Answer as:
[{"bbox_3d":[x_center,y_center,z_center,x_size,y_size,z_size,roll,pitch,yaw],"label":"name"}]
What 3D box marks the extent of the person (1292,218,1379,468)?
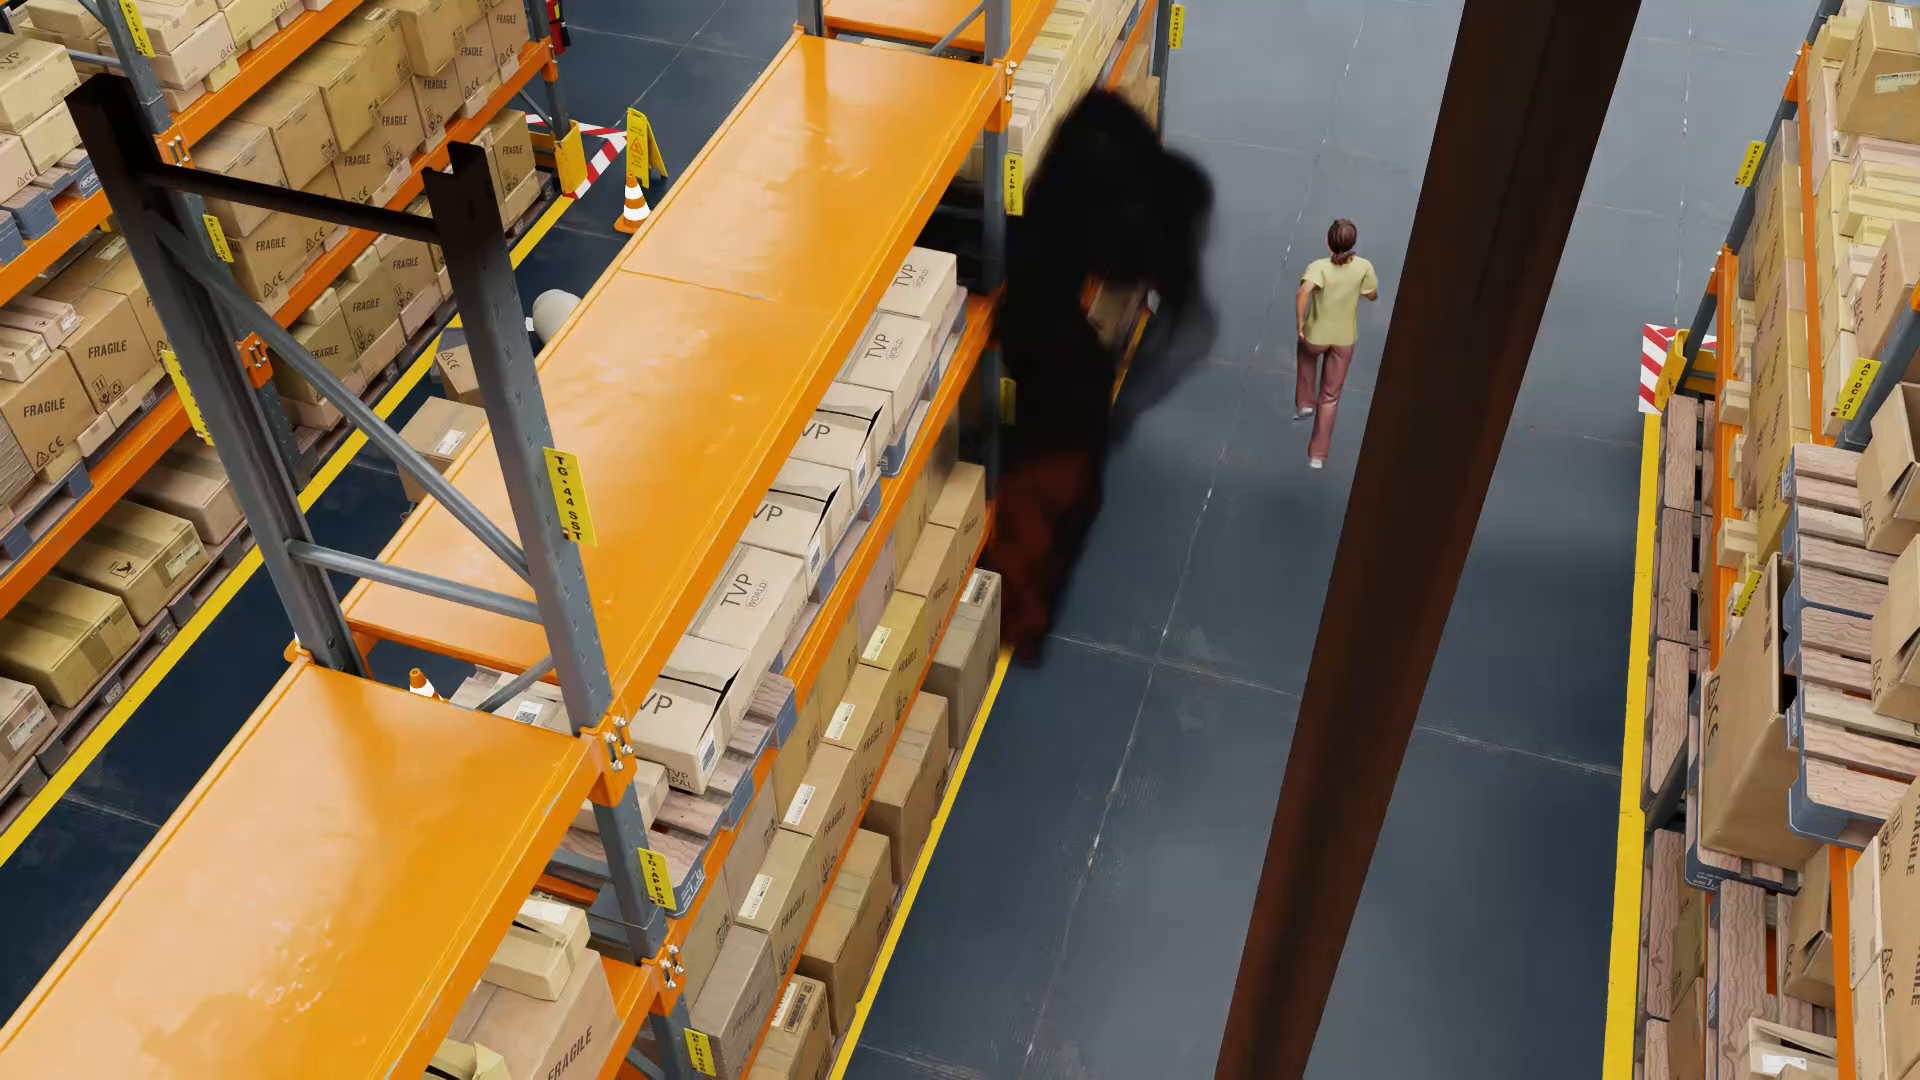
[{"bbox_3d":[2.392,-1.241,10.832,0.570,1.713,0.854,4,46,4],"label":"person"}]
